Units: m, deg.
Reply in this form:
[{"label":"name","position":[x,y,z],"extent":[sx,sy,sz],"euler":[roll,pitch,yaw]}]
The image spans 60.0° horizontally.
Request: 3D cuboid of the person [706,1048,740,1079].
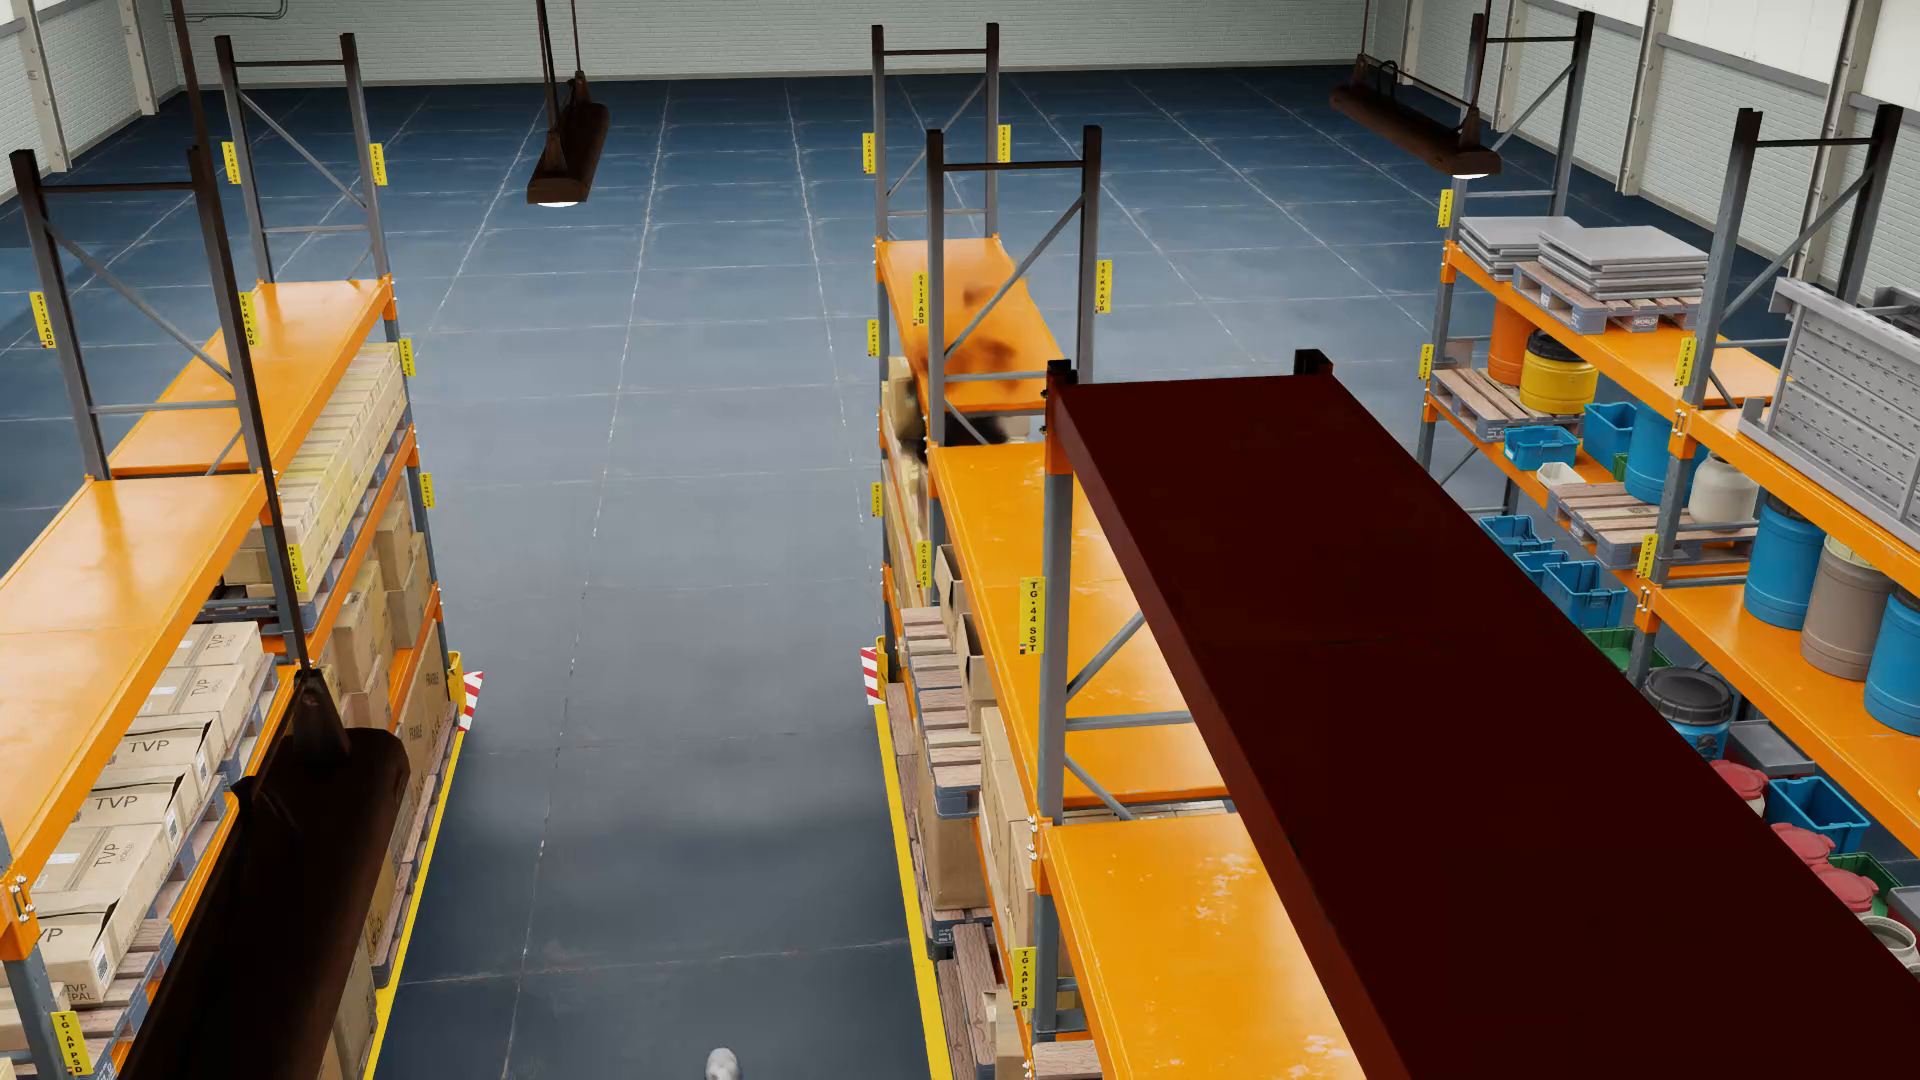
[{"label":"person","position":[-1.247,3.538,9.168],"extent":[0.579,1.729,0.759],"euler":[-7,26,-14]}]
